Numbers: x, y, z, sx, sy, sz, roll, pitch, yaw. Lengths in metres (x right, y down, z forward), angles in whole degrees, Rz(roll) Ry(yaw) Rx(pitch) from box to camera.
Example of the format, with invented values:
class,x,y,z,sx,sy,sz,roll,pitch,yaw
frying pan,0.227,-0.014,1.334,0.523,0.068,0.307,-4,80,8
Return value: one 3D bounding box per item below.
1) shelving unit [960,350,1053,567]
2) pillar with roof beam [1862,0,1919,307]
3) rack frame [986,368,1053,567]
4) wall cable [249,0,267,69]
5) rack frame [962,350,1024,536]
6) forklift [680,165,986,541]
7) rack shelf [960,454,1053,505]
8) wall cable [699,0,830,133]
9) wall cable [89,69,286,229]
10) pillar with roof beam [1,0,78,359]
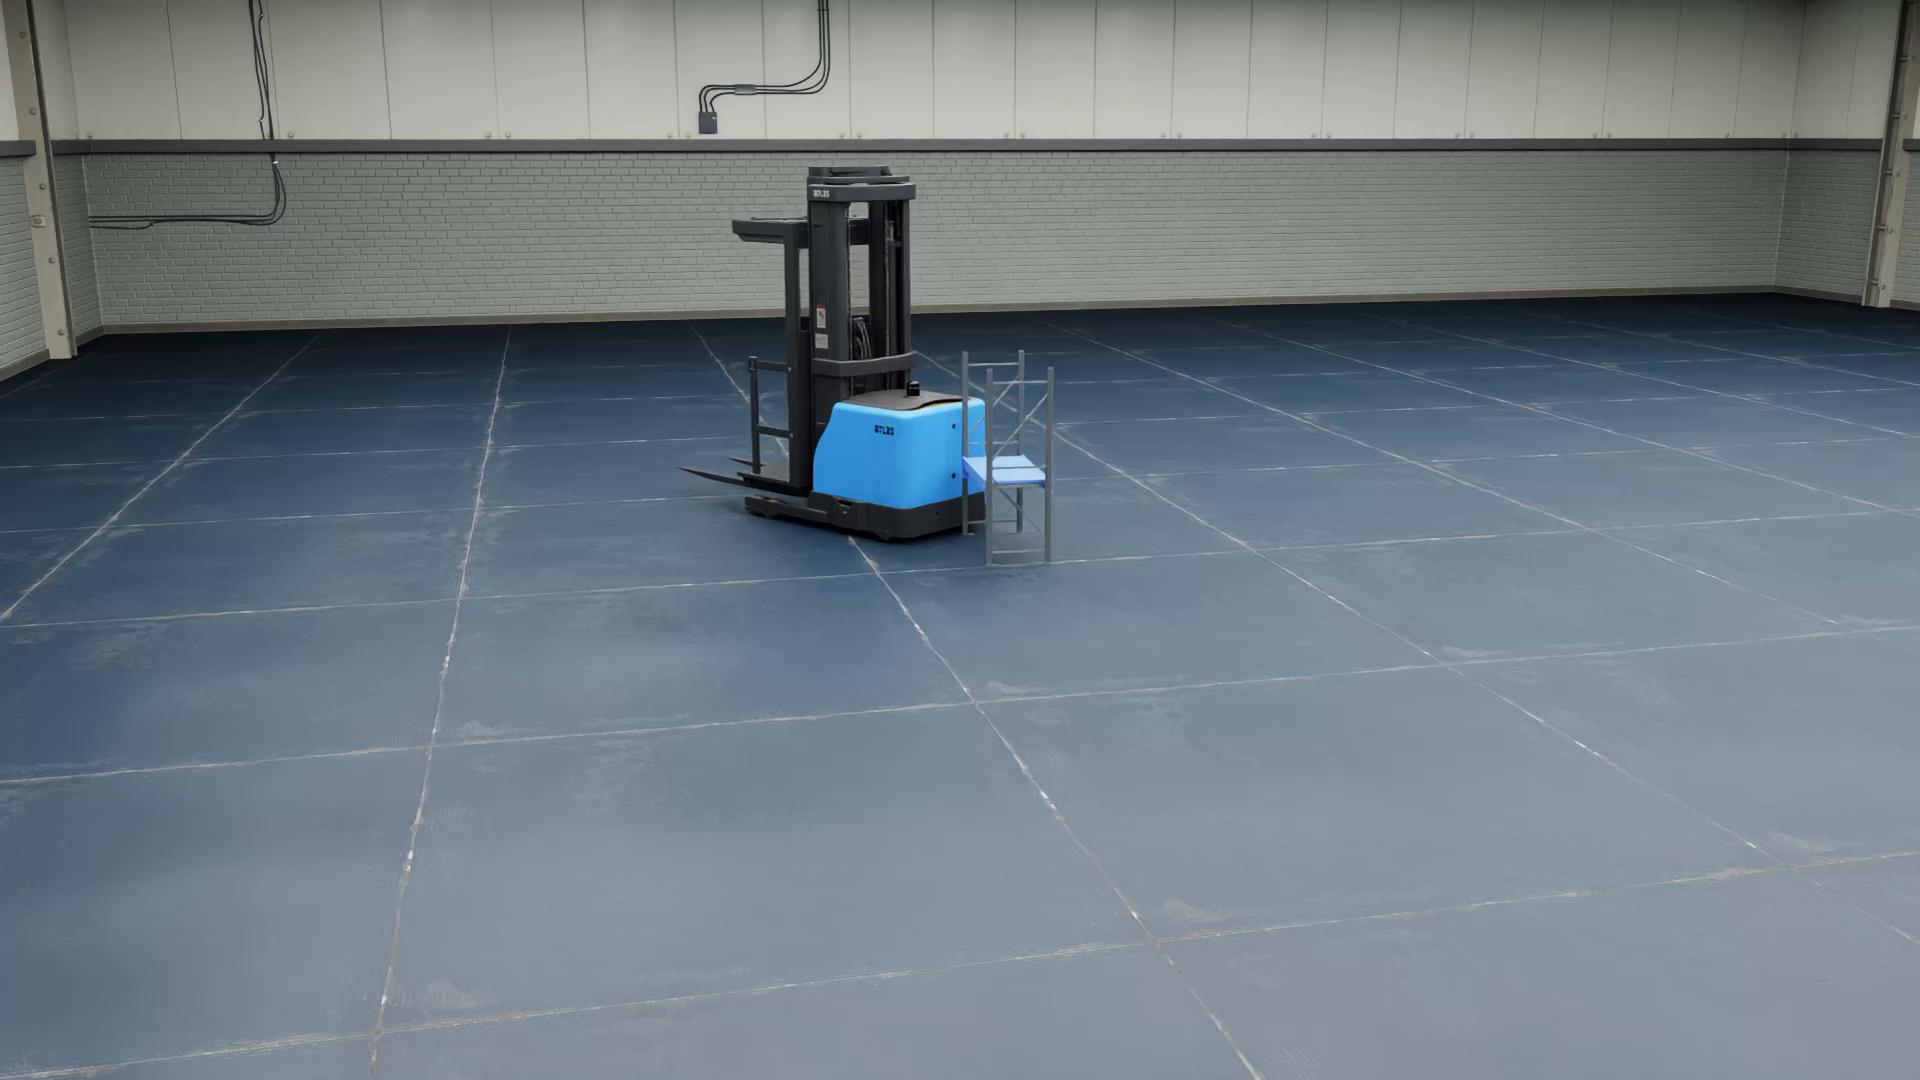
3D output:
class,x,y,z,sx,sy,sz,roll,pitch,yaw
shelving unit,0.354,-0.658,12.959,0.538,1.500,1.048,-2,14,-10
pillar with roof beam,13.241,-8.580,29.587,9.100,9.000,0.400,-3,14,-13
rack frame,0.443,-0.539,12.473,0.500,1.500,0.032,-2,14,-10
wall cable,-9.970,-8.914,26.852,3.097,2.526,0.112,-3,14,-13
rack frame,0.265,-0.777,13.446,0.500,1.500,0.032,-2,14,-10
forklift,-1.214,-1.688,14.161,3.031,2.935,1.130,12,18,40
rack shelf,0.354,-0.483,13.002,0.538,0.185,1.000,-2,14,-10
wall cable,-3.368,-9.995,28.213,2.305,6.003,0.169,-3,14,-13
wall cable,-12.600,-6.309,26.834,3.097,2.526,0.112,-3,14,-13
pillar with roof beam,-9.009,-7.304,24.364,9.100,9.000,0.400,-3,14,-13
